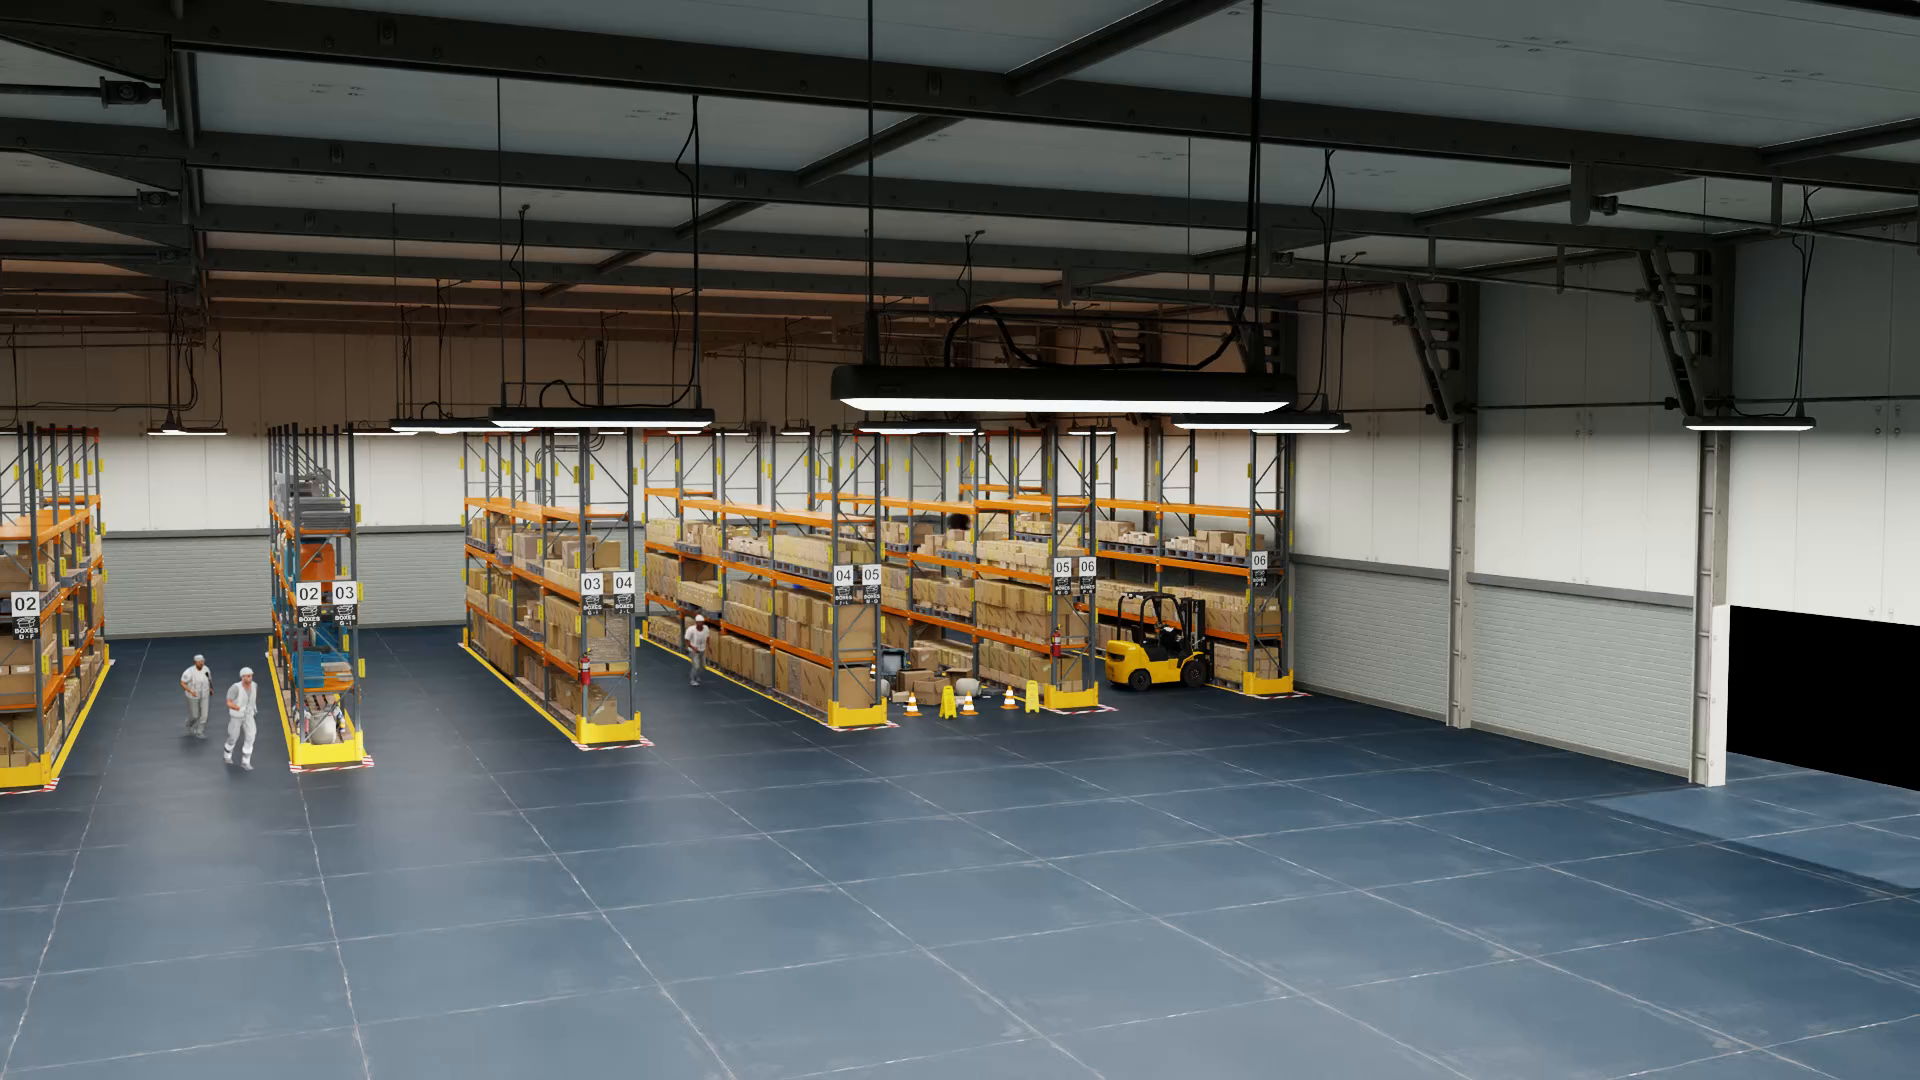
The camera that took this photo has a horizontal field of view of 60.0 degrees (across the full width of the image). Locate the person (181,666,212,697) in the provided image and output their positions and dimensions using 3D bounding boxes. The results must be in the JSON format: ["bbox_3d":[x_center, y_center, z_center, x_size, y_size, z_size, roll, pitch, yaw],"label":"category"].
[{"bbox_3d":[-14.551,2.684,31.748,0.580,0.603,0.357,-3,5,-42],"label":"person"}]

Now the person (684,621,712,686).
[{"bbox_3d":[-6.120,2.561,38.460,0.671,1.628,0.778,-3,5,-41],"label":"person"}]

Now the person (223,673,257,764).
[{"bbox_3d":[-12.428,2.711,28.805,0.519,0.934,0.643,3,5,44],"label":"person"}]
